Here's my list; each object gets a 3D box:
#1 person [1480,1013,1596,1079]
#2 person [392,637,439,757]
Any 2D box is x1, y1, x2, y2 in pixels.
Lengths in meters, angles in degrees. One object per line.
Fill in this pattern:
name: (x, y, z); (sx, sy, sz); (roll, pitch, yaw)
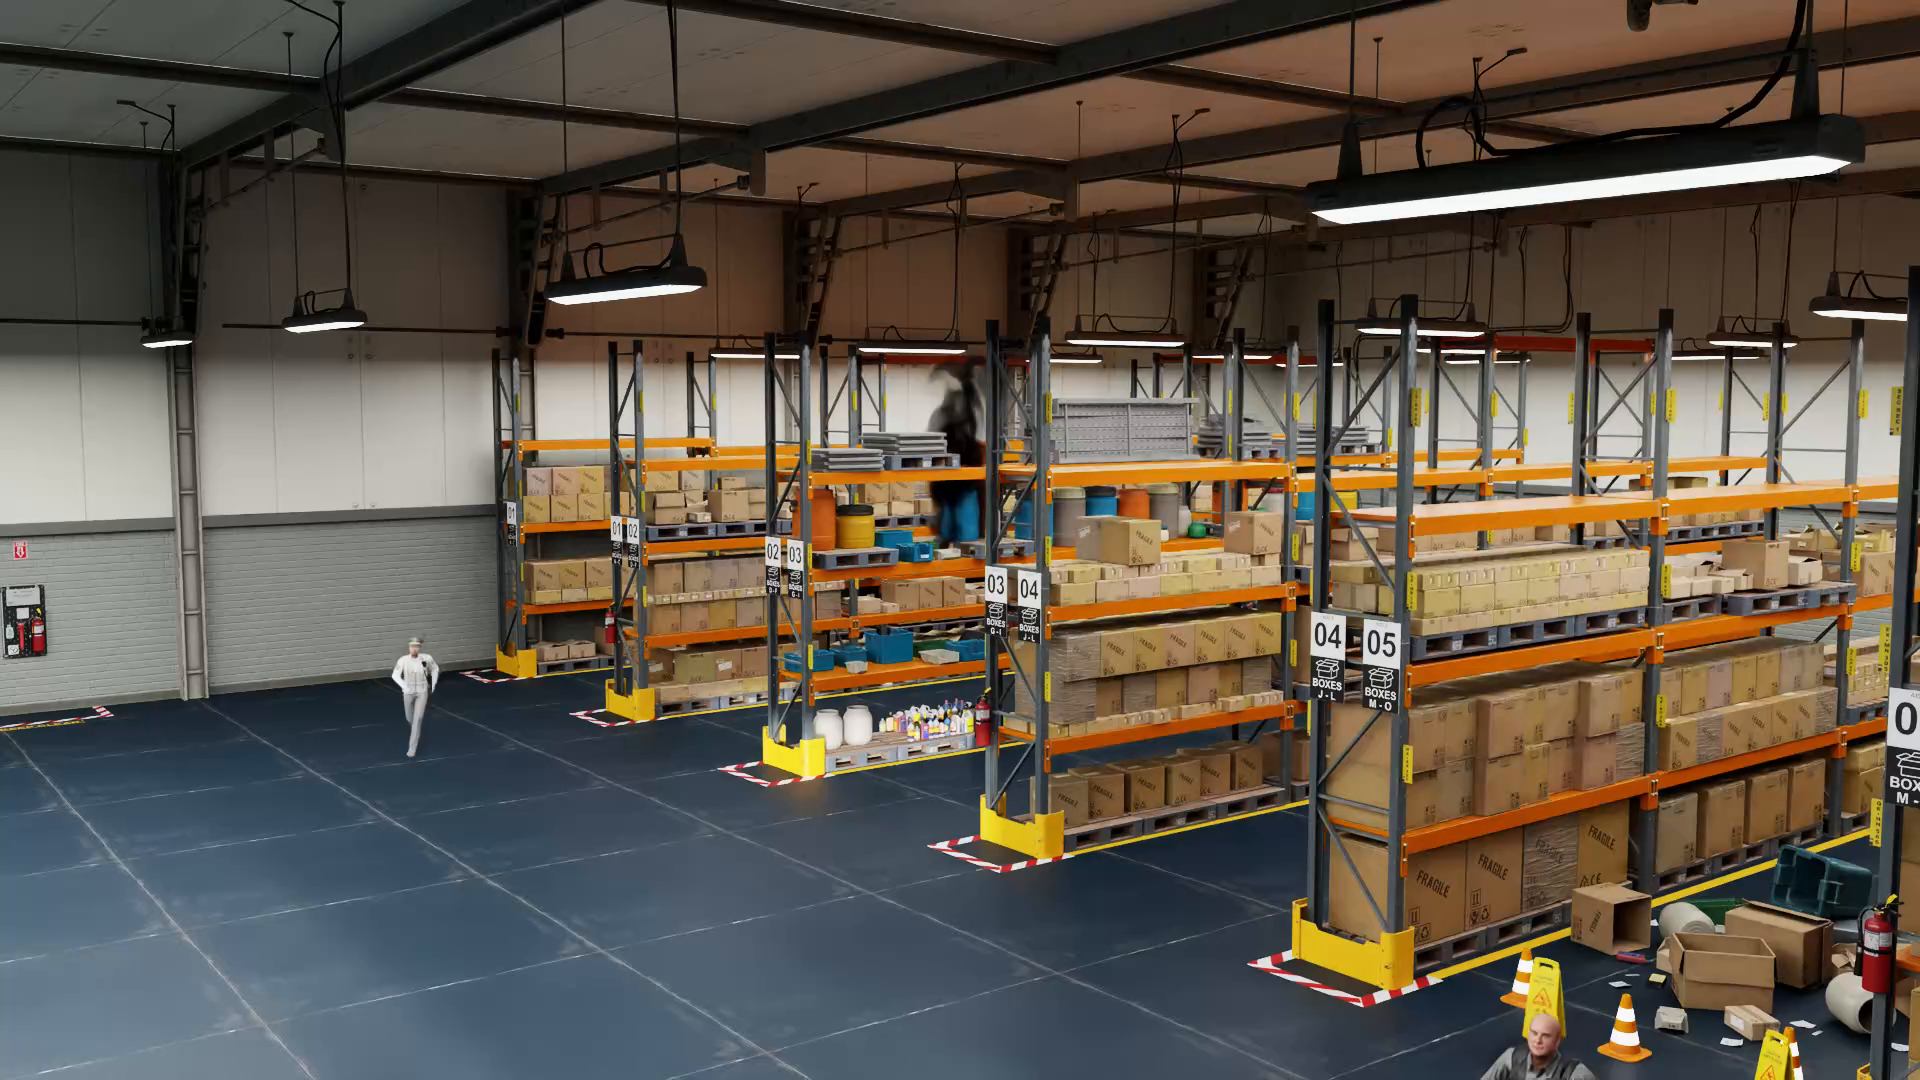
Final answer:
person: (3.259, 3.519, 9.504); (0.864, 1.720, 0.674); (3, 6, 31)
person: (-7.884, 2.221, 24.101); (0.639, 1.686, 0.921); (-1, 5, -15)
